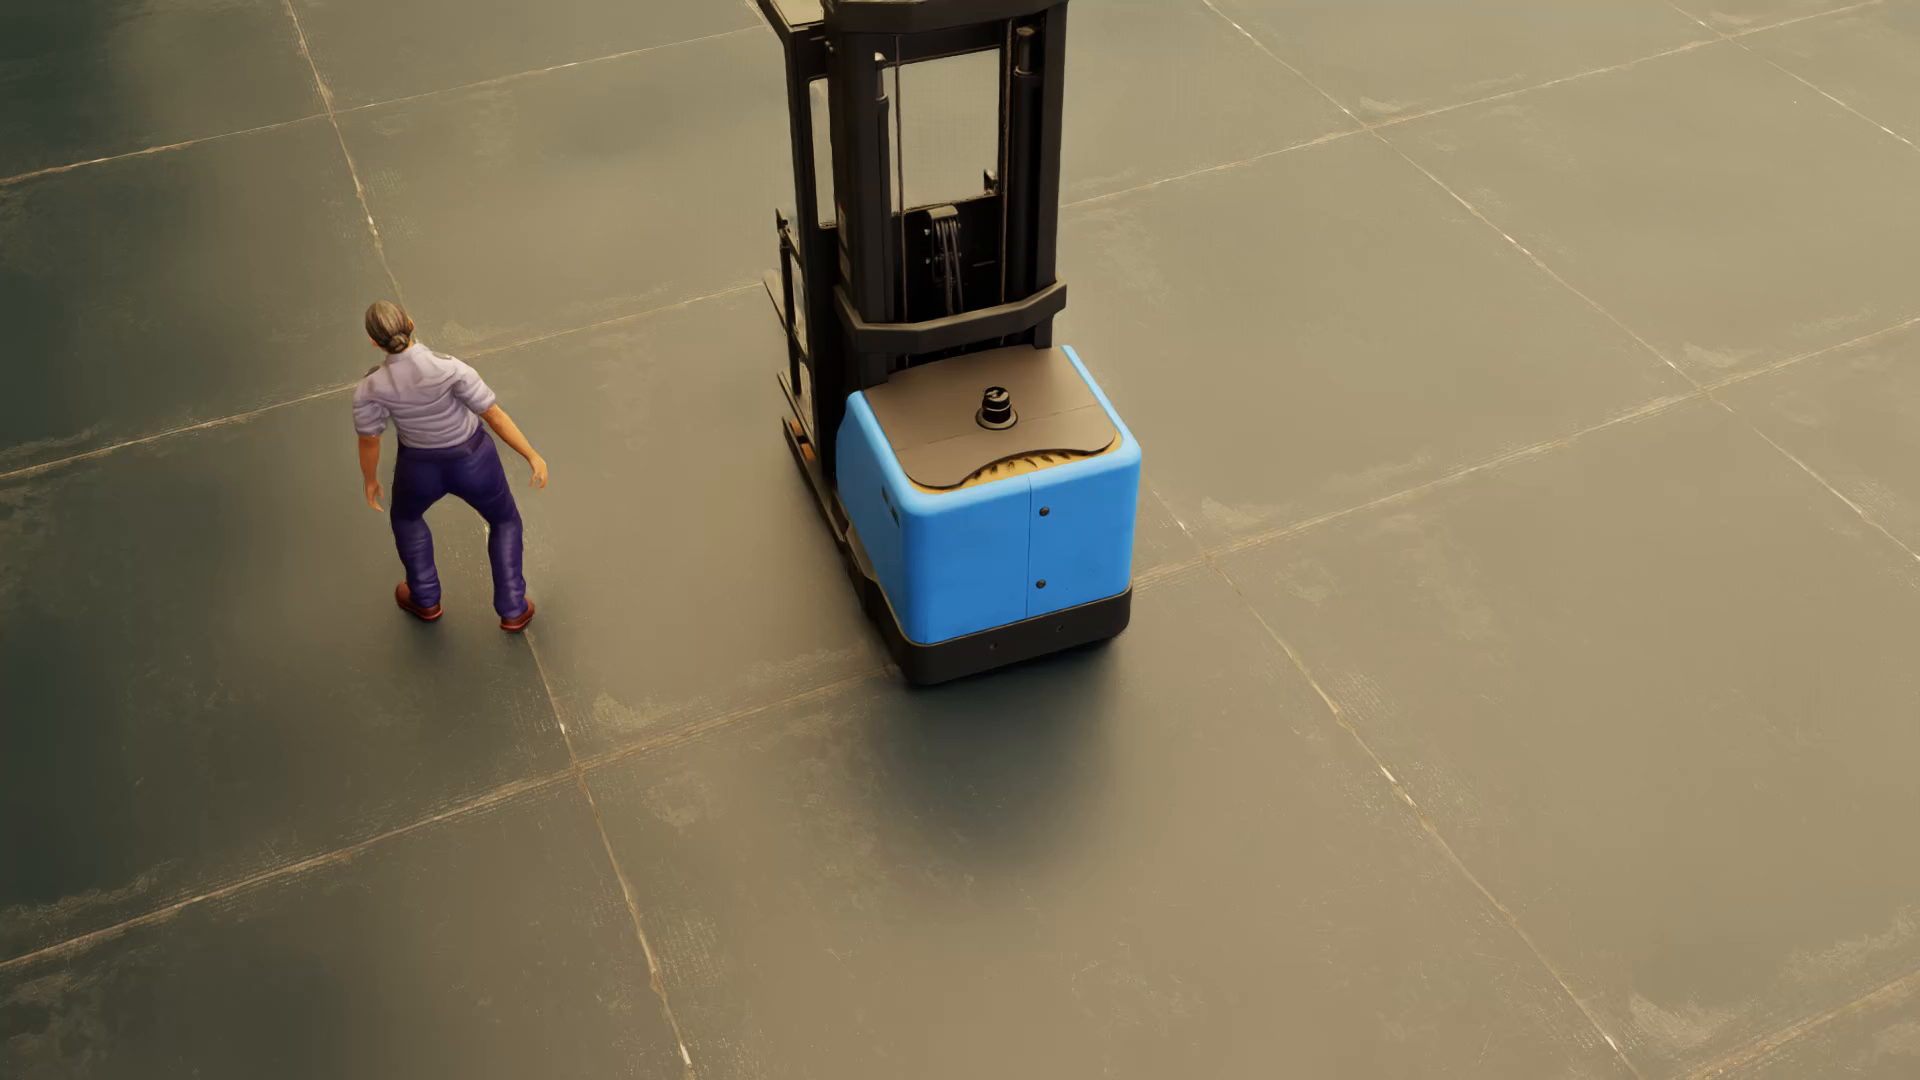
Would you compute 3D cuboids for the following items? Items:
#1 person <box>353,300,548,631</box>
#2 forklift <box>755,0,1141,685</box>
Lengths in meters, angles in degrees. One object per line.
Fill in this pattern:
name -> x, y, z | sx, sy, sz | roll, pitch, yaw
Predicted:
person -> -2.149, -0.274, 7.001 | 0.819, 1.625, 0.485 | -4, 43, -4
forklift -> -0.237, -1.475, 7.261 | 1.130, 2.935, 3.031 | -14, 45, -15
